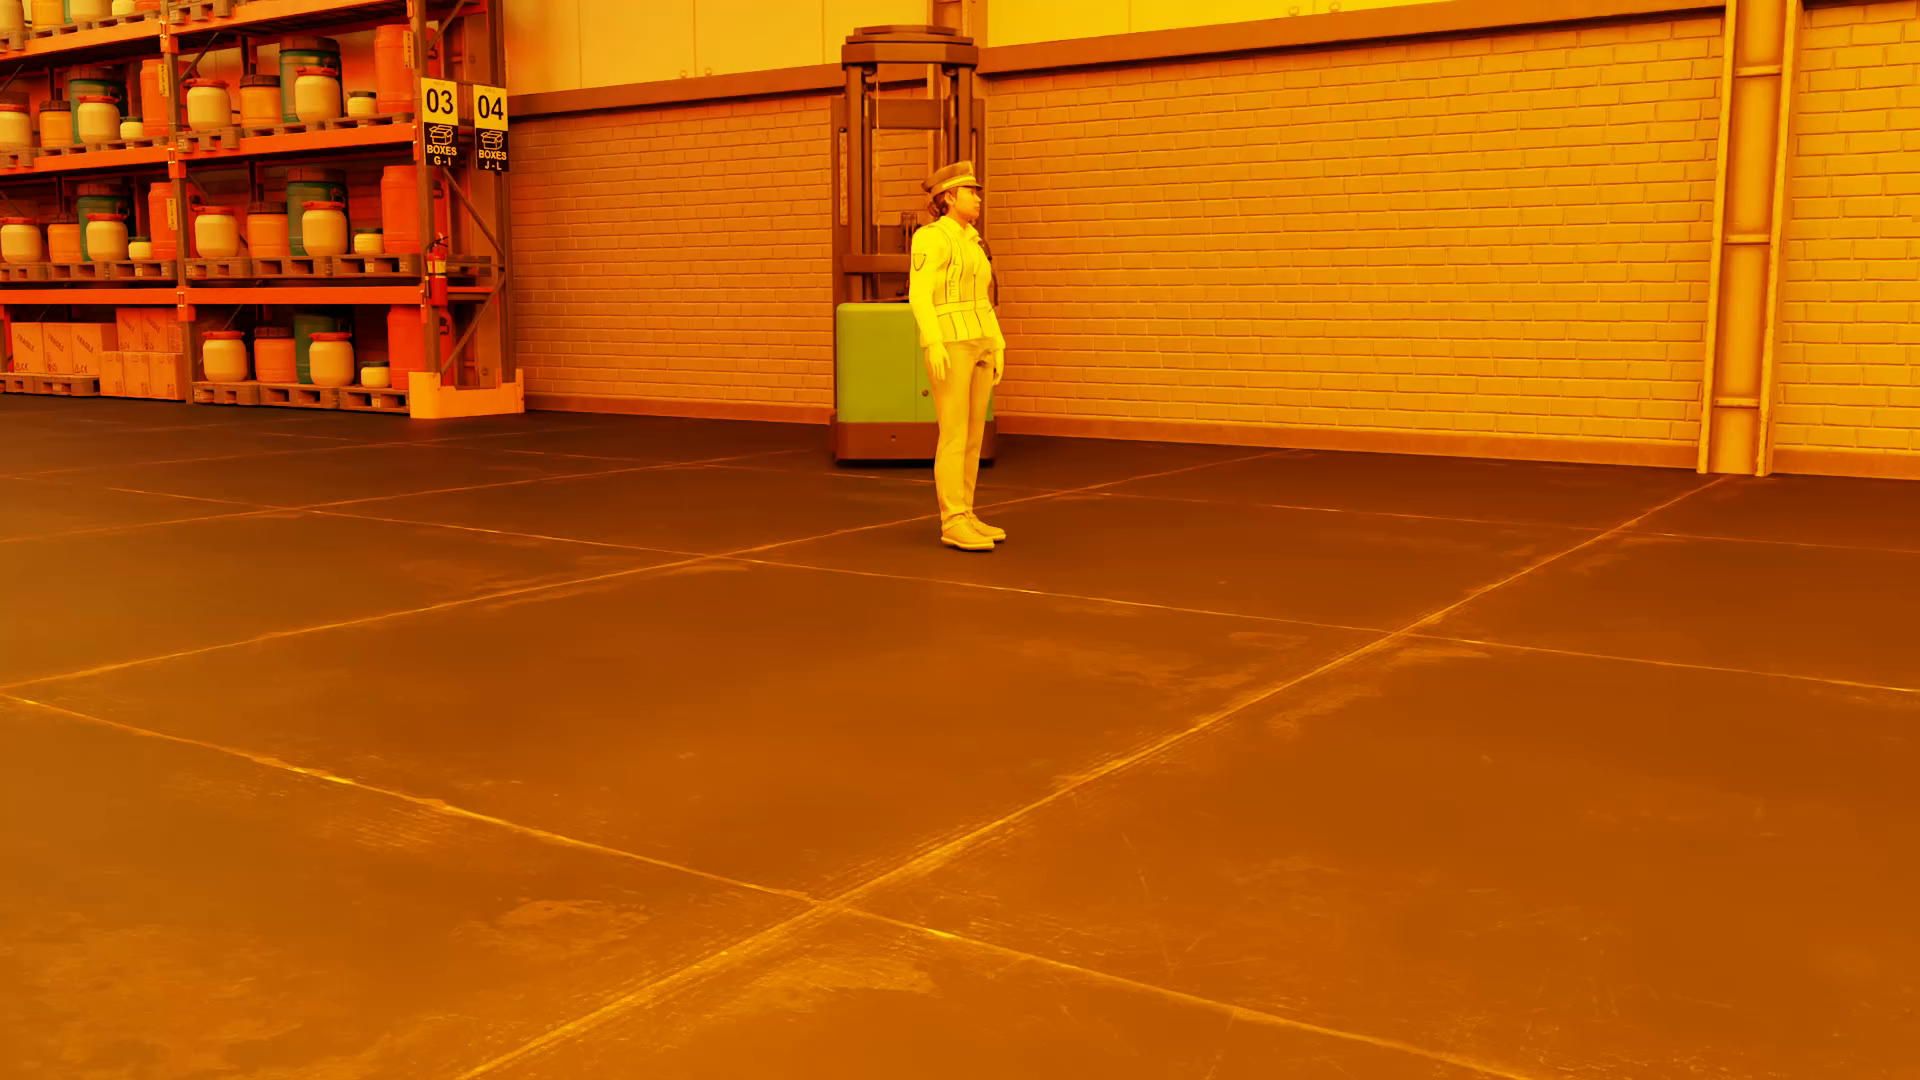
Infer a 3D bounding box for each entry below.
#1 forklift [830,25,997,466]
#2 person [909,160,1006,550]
[{"bbox_3d":[-0.387,-2.117,12.078,1.130,2.935,3.031,-1,8,-4],"label":"forklift"},{"bbox_3d":[0.053,-0.840,7.440,0.531,1.695,0.587,5,10,34],"label":"person"}]
